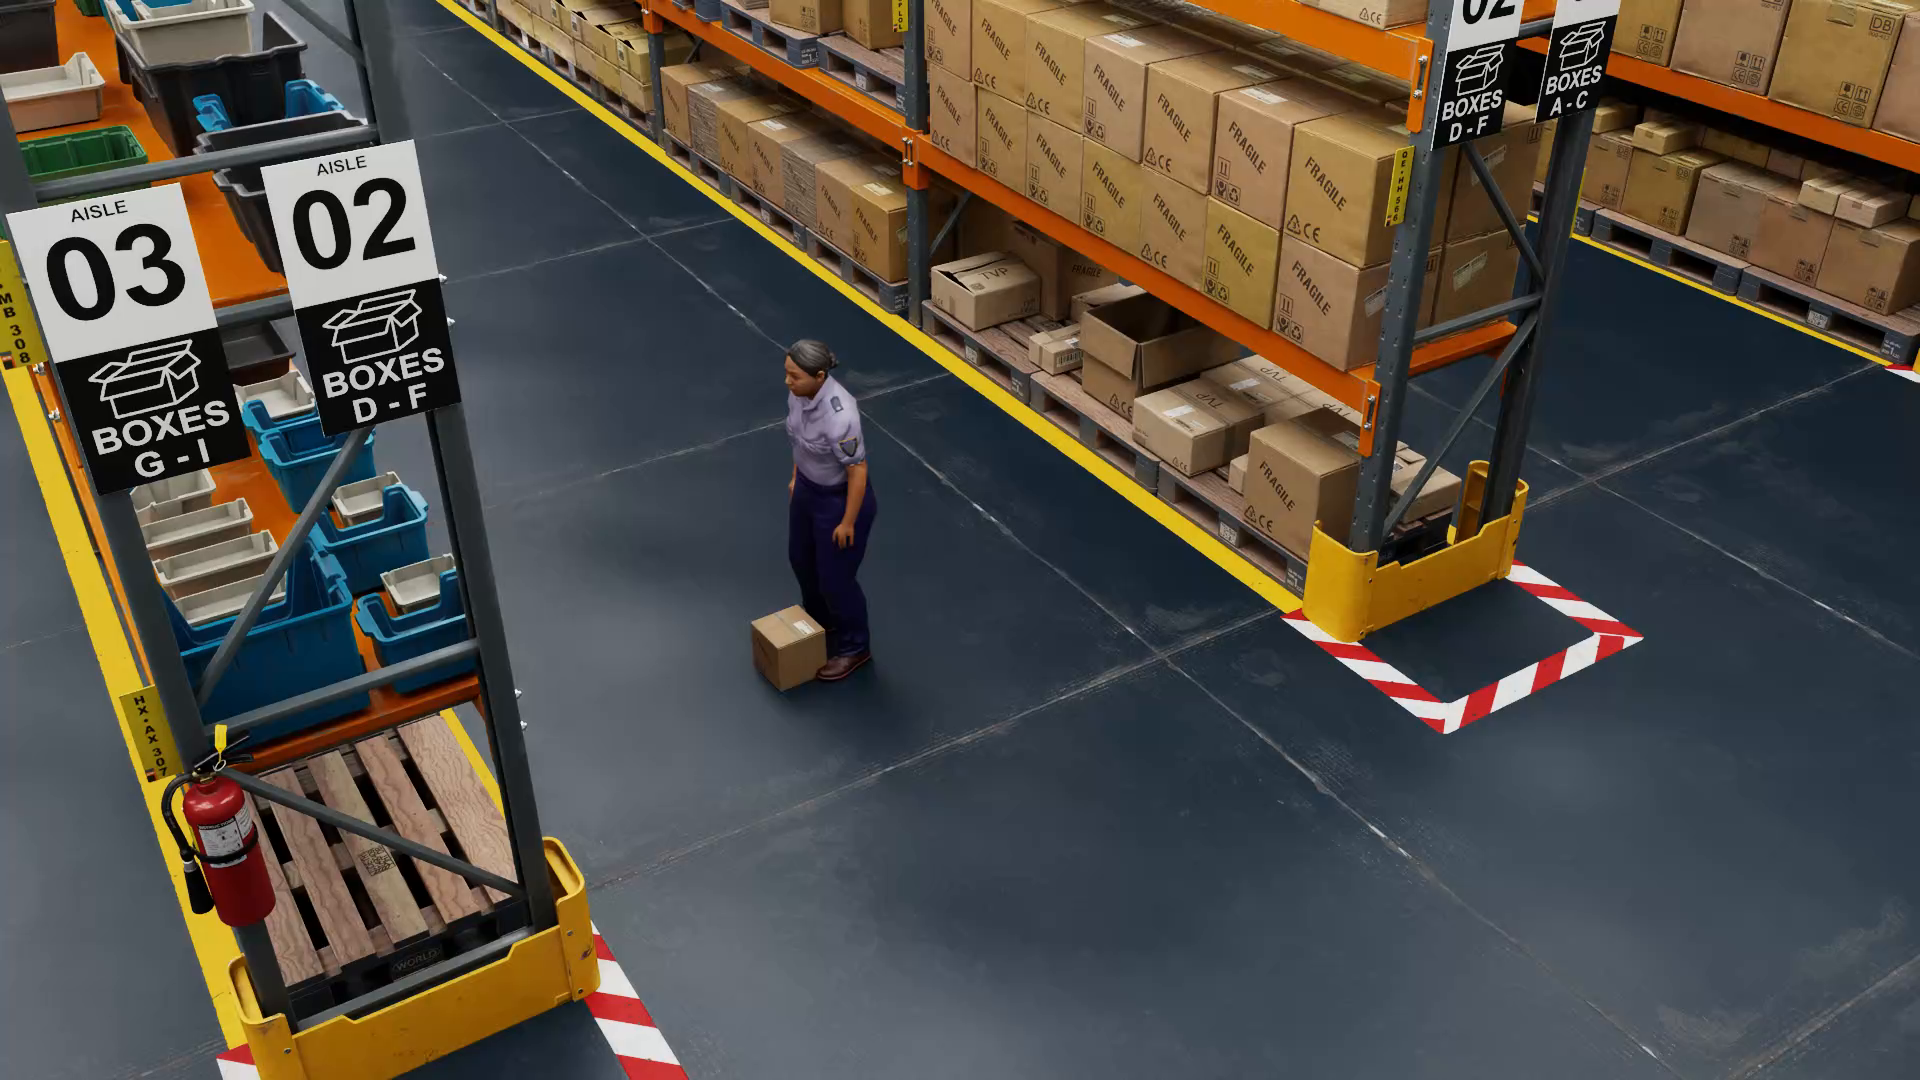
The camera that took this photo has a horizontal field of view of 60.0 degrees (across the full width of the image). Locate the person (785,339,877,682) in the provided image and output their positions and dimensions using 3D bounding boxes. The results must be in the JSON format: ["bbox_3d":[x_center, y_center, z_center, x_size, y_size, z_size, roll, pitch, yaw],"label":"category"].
[{"bbox_3d":[-0.595,-0.170,7.410,0.373,1.651,0.537,-20,38,-27],"label":"person"}]
